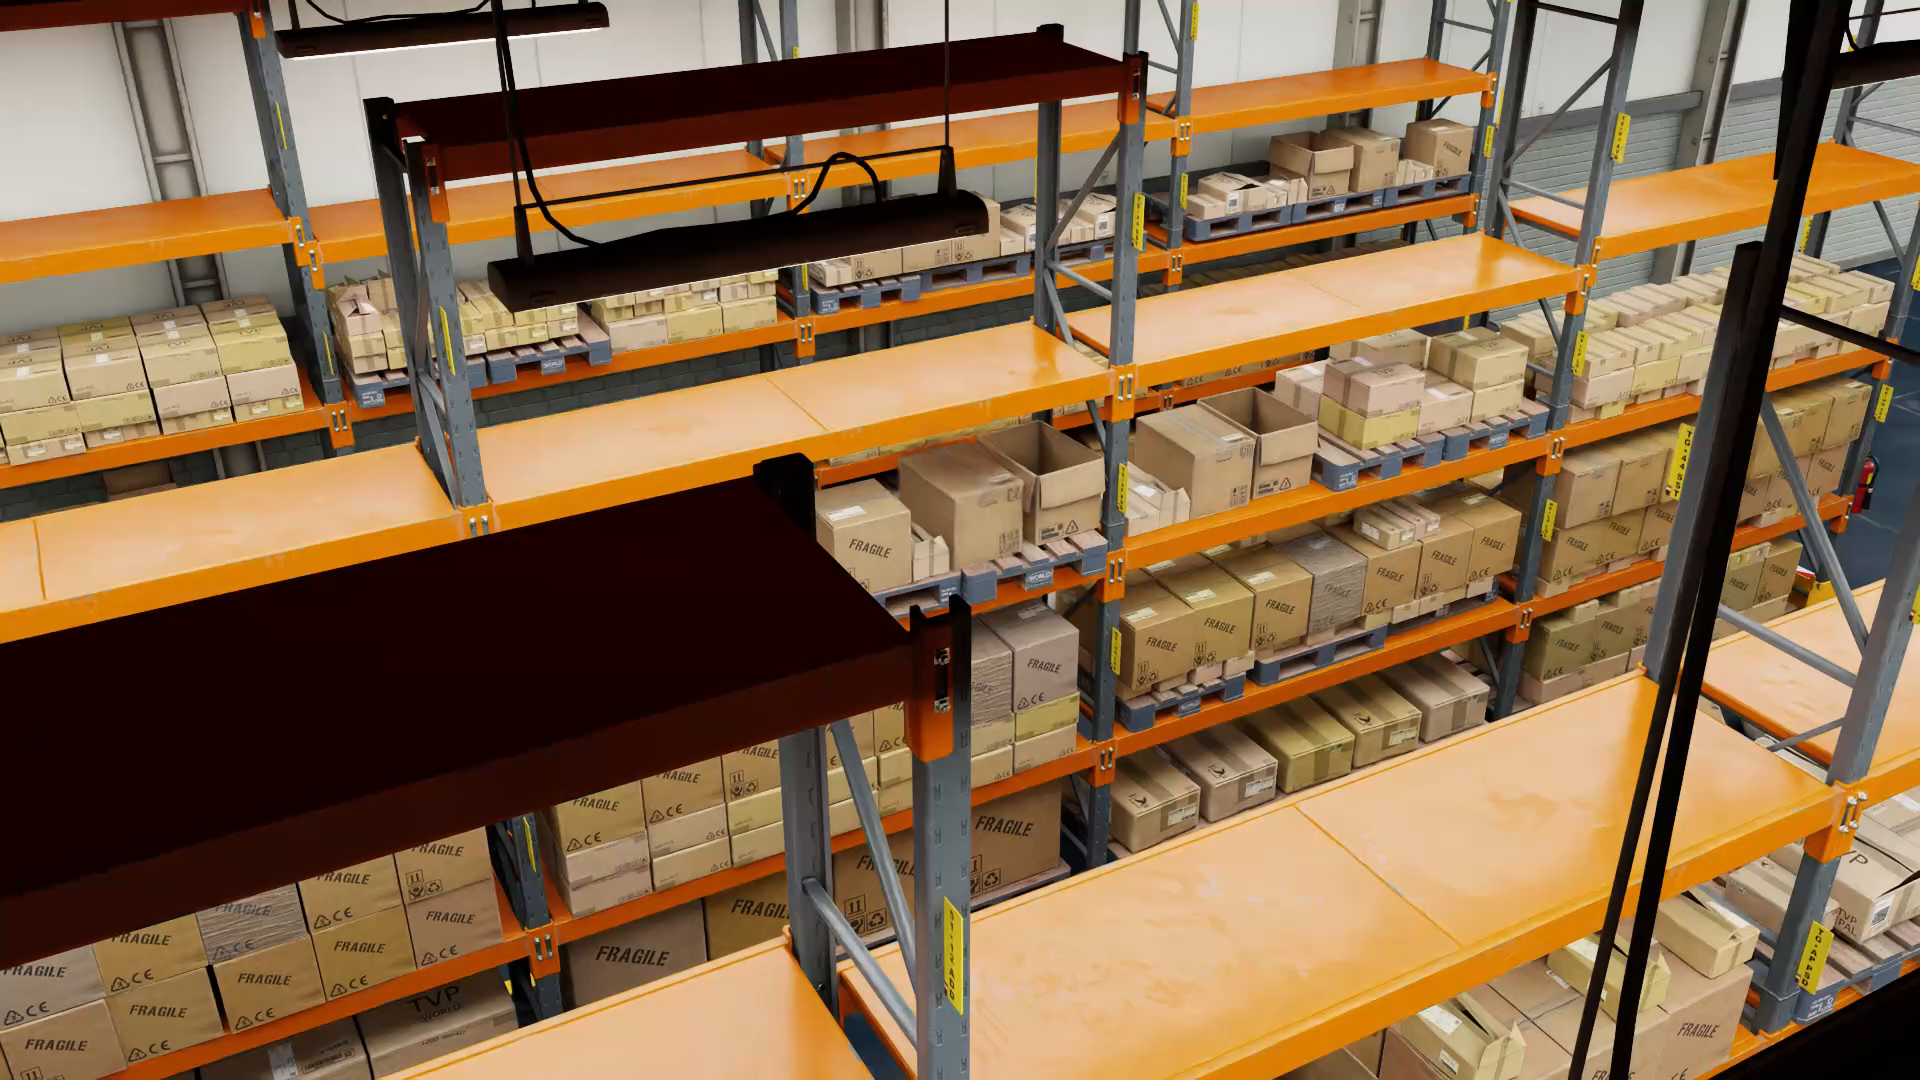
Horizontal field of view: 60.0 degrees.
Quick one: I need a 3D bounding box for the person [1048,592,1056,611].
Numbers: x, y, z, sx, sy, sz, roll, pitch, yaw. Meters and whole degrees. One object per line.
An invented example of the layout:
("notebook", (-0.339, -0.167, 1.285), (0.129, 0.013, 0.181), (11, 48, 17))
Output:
("person", (0.776, 0.281, 14.182), (0.627, 1.697, 0.553), (-20, 34, -32))
